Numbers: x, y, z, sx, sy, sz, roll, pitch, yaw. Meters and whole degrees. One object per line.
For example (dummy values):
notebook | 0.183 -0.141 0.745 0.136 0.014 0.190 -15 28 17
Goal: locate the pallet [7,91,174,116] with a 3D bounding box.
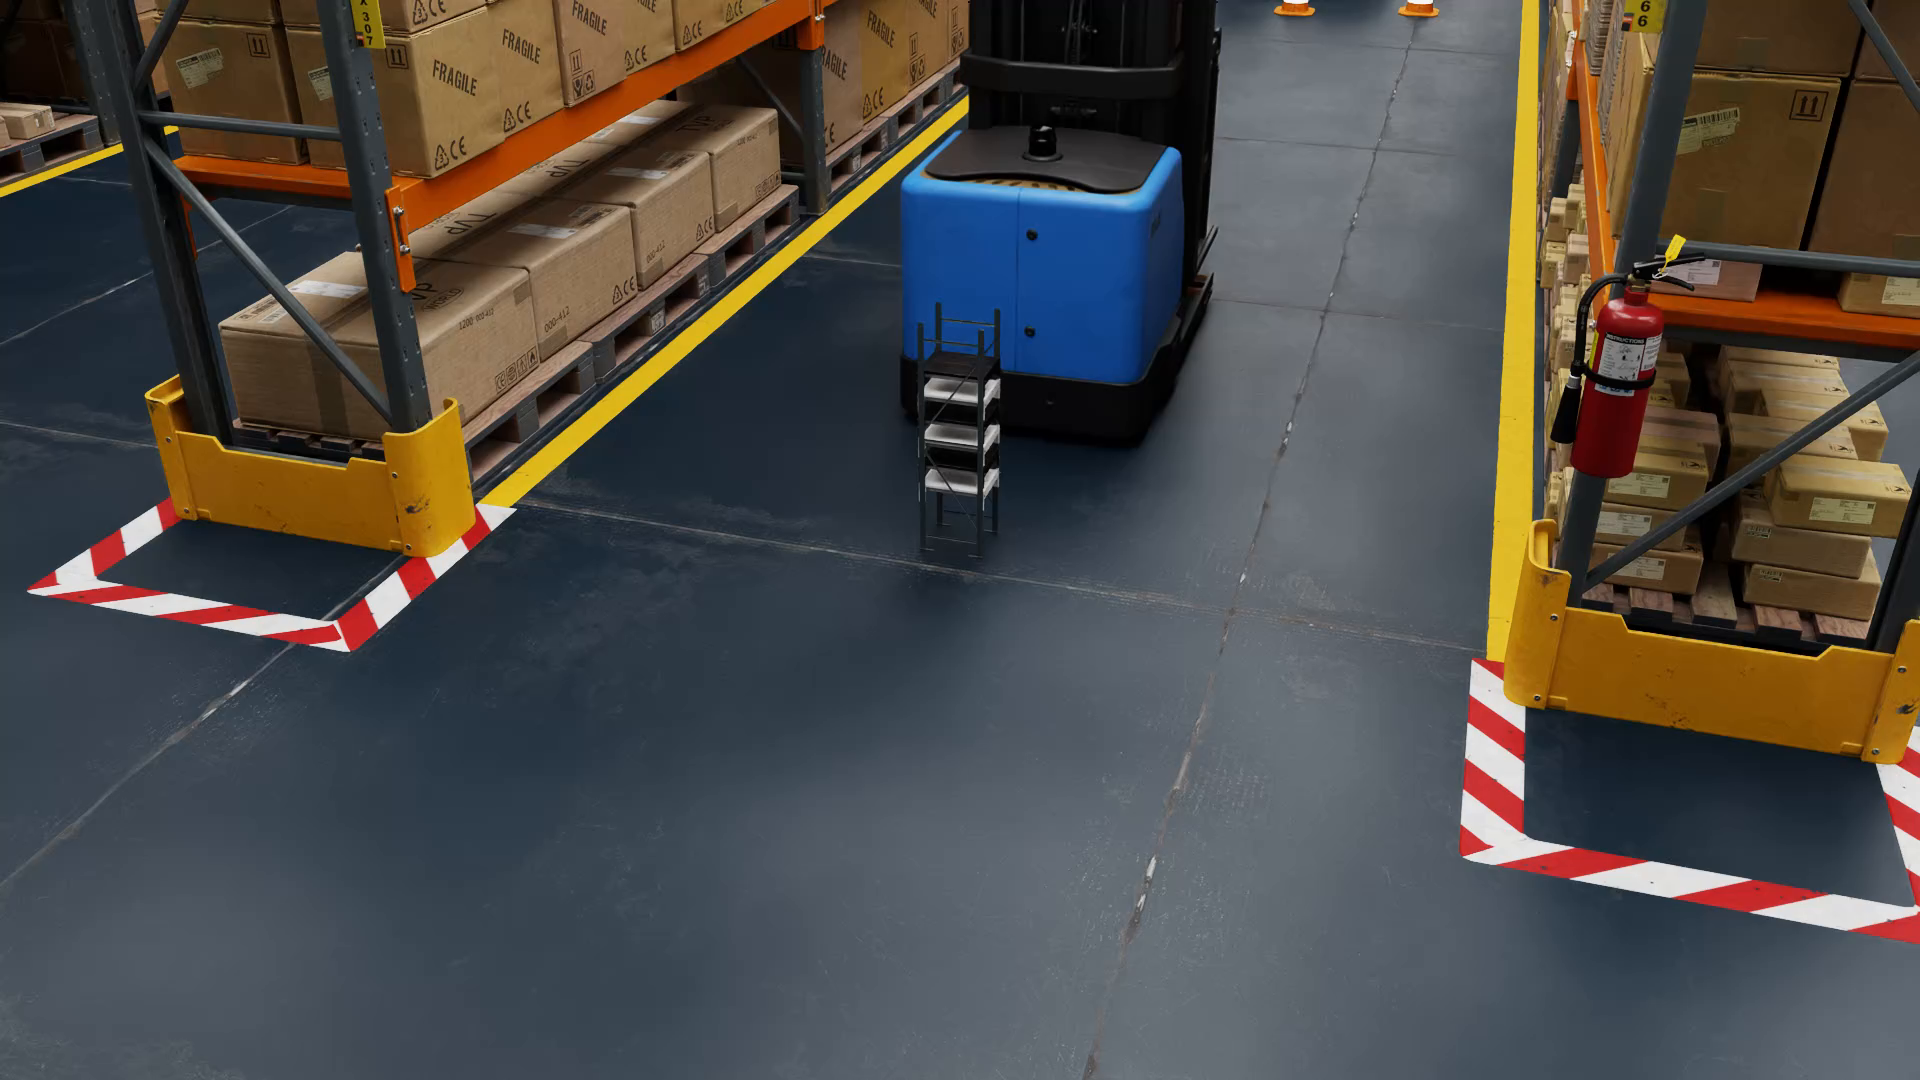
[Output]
pallet | -5.808 -3.140 11.678 1.003 0.211 1.213 8 30 15

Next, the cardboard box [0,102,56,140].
cardboard box | -5.893 -2.613 10.361 0.380 0.149 0.250 8 30 13

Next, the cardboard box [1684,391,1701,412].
cardboard box | 2.534 -0.456 6.180 0.380 0.149 0.250 8 30 14

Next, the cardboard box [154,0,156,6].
cardboard box | -5.579 -3.740 11.359 0.380 0.149 0.250 7 30 12

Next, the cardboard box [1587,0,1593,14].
cardboard box | 3.111 -2.589 7.410 0.500 0.500 0.500 8 30 14

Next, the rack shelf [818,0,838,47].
rack shelf | -0.677 -3.884 10.887 1.077 0.370 4.000 8 30 15

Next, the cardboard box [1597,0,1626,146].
cardboard box | 2.505 -1.646 5.714 0.500 0.500 0.500 9 30 15

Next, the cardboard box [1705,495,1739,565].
cardboard box | 2.782 -0.020 5.700 0.380 0.149 0.250 8 30 15

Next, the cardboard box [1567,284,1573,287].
cardboard box | 2.955 -1.052 7.557 0.380 0.149 0.250 8 30 14

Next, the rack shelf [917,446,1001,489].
rack shelf | -0.002 -0.282 6.084 0.258 0.077 0.200 8 30 15

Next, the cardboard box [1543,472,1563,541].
cardboard box | 2.257 -0.097 5.839 0.380 0.149 0.250 9 30 16

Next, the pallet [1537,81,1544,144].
pallet | 4.441 -2.887 11.223 1.003 0.211 1.213 8 30 15

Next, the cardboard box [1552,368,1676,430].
cardboard box | 2.320 -0.478 5.912 0.380 0.149 0.250 8 30 14

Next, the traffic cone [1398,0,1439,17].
traffic cone | 4.008 -4.811 14.423 0.336 0.463 0.334 8 30 15

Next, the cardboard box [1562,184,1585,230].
cardboard box | 3.061 -1.557 7.853 0.380 0.149 0.250 10 31 17

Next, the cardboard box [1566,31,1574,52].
cardboard box | 3.638 -2.648 9.292 0.500 0.250 0.500 10 31 17

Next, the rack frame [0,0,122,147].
rack frame | -6.010 -3.976 10.311 1.000 3.000 0.127 8 30 15

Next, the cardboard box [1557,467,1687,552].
cardboard box | 2.205 -0.105 5.547 0.380 0.149 0.250 8 30 14

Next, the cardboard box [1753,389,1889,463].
cardboard box | 2.964 -0.388 5.750 0.380 0.149 0.250 8 30 15

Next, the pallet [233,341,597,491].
pallet | -2.278 -0.574 7.065 1.003 0.211 1.213 8 30 15

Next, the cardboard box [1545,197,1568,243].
cardboard box | 3.085 -1.555 8.154 0.380 0.149 0.250 10 31 17

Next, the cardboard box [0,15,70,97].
cardboard box | -6.149 -3.337 11.303 0.500 0.500 0.500 8 30 15

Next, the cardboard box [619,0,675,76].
cardboard box | -1.604 -2.344 7.275 0.500 0.500 0.500 10 30 17

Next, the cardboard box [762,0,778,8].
cardboard box | -1.156 -3.061 8.564 0.500 0.500 0.500 9 30 15

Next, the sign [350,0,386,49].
sign | -1.910 -1.741 5.322 0.100 0.325 0.005 8 30 15

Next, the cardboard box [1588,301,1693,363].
cardboard box | 2.665 -0.828 6.542 0.380 0.149 0.250 7 30 13

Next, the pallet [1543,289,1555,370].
pallet | 3.334 -1.074 7.963 1.003 0.211 1.213 8 30 15

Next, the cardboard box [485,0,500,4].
cardboard box | -1.880 -2.314 6.193 0.500 0.500 0.500 8 30 14

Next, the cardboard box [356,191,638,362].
cardboard box | -2.080 -1.222 7.564 0.875 0.438 0.875 9 30 16

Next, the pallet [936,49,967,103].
pallet | -0.394 -3.554 12.421 1.003 0.211 1.213 8 30 15

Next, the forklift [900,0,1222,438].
forklift | 0.645 -2.403 7.555 1.130 2.935 3.031 8 30 14

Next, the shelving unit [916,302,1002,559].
shelving unit | -0.002 -0.389 6.024 0.258 0.900 0.210 8 30 15

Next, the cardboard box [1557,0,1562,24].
cardboard box | 4.089 -3.366 10.583 0.500 0.250 0.500 8 30 14

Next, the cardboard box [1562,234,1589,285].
cardboard box | 2.826 -1.202 7.213 0.380 0.149 0.250 9 30 16

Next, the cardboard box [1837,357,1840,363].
cardboard box | 3.169 -0.758 6.416 0.380 0.149 0.250 9 30 16

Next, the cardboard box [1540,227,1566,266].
cardboard box | 3.083 -1.424 8.225 0.380 0.149 0.250 7 30 13

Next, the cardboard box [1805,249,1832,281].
cardboard box | 2.767 -0.869 4.985 0.380 0.149 0.250 10 30 17

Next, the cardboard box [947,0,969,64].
cardboard box | -0.372 -4.074 12.241 0.875 0.875 0.875 8 30 14

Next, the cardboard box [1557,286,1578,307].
cardboard box | 2.740 -0.948 7.063 0.380 0.149 0.250 8 30 14

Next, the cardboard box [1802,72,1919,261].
cardboard box | 2.719 -1.094 4.722 0.500 0.500 0.500 10 31 17

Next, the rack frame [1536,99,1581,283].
rack frame | 3.497 -2.610 7.856 1.000 3.000 0.127 8 30 15

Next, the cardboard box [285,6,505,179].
cardboard box | -2.023 -1.636 6.002 0.500 0.500 0.500 8 30 14

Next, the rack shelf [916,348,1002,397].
rack shelf | -0.002 -0.596 5.909 0.258 0.077 0.200 8 30 15

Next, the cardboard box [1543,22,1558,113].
cardboard box | 4.076 -3.033 10.756 0.500 0.500 0.500 9 30 15

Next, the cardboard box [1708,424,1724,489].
cardboard box | 2.844 -0.271 5.846 0.380 0.149 0.250 9 30 16

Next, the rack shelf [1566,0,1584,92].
rack shelf | 4.084 -3.225 9.701 1.077 0.370 4.000 8 30 15

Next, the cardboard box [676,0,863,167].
cardboard box | -1.159 -2.824 9.994 0.875 0.875 0.875 9 30 16

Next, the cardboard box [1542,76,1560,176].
cardboard box | 3.625 -2.319 9.473 0.500 0.500 0.500 8 30 14
